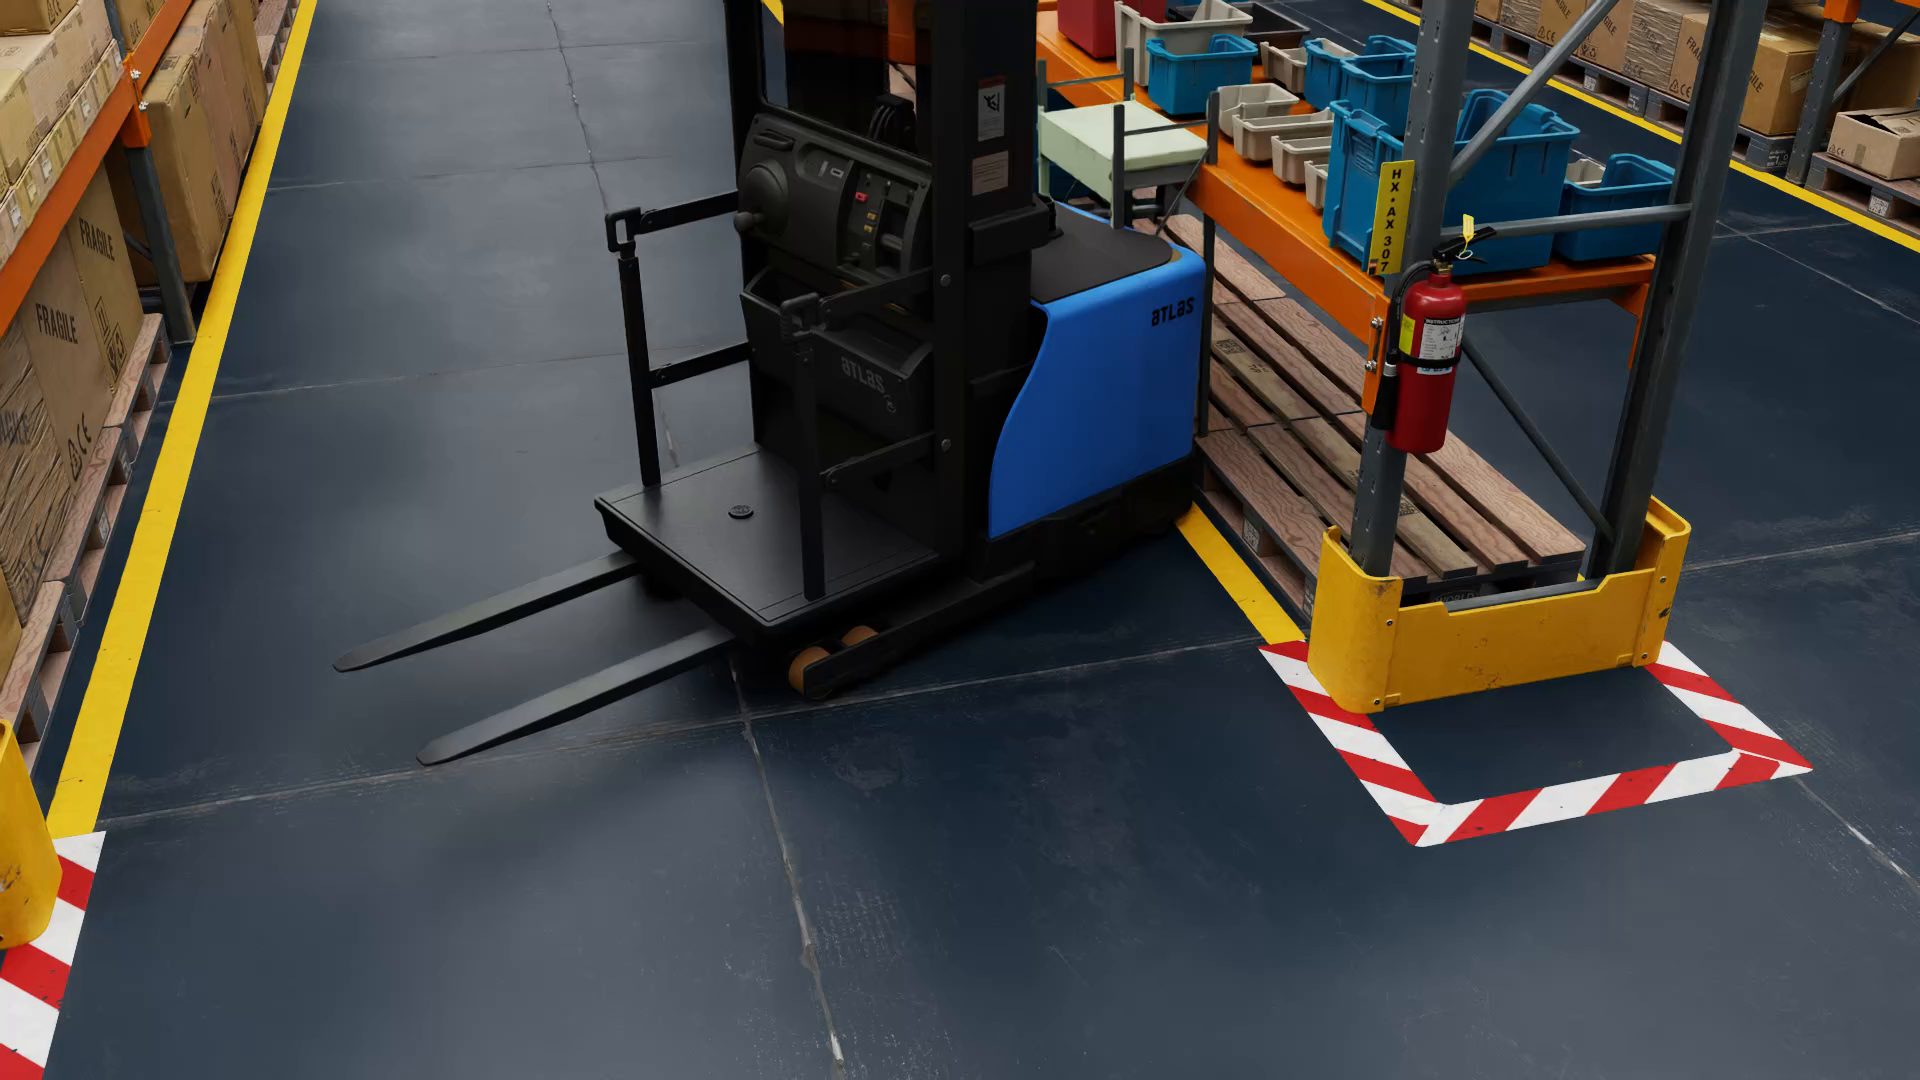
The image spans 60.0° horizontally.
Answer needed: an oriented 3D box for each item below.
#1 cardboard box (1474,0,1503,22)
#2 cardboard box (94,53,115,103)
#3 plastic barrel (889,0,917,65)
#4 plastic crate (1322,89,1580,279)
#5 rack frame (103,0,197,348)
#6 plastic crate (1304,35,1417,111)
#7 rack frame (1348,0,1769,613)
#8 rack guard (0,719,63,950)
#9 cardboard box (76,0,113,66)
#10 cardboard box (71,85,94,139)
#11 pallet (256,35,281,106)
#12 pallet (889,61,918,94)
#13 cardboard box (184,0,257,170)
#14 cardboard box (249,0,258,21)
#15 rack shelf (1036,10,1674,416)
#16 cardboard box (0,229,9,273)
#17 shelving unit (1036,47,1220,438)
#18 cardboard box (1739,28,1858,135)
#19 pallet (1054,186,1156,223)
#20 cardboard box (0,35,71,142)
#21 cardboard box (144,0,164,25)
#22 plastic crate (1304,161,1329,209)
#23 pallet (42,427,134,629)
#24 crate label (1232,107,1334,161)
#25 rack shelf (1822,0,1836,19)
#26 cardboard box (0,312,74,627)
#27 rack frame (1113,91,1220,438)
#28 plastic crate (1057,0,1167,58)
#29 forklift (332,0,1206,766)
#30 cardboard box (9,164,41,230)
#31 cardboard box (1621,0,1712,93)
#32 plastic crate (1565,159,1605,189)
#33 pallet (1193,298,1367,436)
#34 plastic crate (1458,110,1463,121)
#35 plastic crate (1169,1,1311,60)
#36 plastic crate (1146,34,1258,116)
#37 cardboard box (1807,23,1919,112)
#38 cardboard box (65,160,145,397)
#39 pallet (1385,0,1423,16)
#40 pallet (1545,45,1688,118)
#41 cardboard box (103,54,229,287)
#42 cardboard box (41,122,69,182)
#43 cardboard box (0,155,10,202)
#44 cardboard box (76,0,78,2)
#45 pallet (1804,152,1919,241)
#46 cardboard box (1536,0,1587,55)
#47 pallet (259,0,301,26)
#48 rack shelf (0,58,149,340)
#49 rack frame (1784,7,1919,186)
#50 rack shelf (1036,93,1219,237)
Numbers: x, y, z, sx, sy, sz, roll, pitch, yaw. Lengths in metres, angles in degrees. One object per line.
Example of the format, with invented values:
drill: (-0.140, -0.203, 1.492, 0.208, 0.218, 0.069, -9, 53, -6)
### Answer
cardboard box: (4.228, -4.278, 12.703, 0.500, 0.500, 0.500, -7, 31, -11)
cardboard box: (-3.642, -1.843, 6.691, 0.380, 0.149, 0.250, -7, 31, -12)
plastic barrel: (-0.248, -3.779, 11.532, 0.600, 0.830, 0.708, -8, 31, -13)
plastic crate: (1.460, -1.085, 5.035, 0.616, 0.435, 0.499, -8, 31, -13)
rack frame: (-4.108, -2.180, 7.023, 1.000, 3.000, 0.127, -8, 31, -13)
plastic crate: (1.552, -1.804, 6.480, 0.416, 0.233, 0.300, -8, 31, -13)
rack frame: (1.729, -0.907, 4.823, 1.000, 3.000, 0.127, -8, 31, -13)
rack guard: (-3.040, 0.845, 4.291, 1.175, 0.500, 0.348, -8, 31, -13)
cardboard box: (-3.738, -2.066, 6.677, 0.500, 0.250, 0.500, -8, 31, -14)
cardboard box: (-3.506, -1.595, 6.263, 0.380, 0.149, 0.250, -7, 31, -12)
pallet: (-5.376, -3.283, 11.711, 1.003, 0.211, 1.213, -8, 31, -13)
pallet: (-0.145, -3.189, 11.548, 1.003, 0.211, 1.213, -8, 31, -13)
cardboard box: (-4.777, -2.607, 9.461, 1.225, 0.875, 0.875, -8, 31, -13)
cardboard box: (-5.683, -4.081, 12.362, 0.700, 0.500, 0.500, -5, 30, -9)
rack shelf: (1.198, -1.562, 6.672, 1.077, 0.370, 4.000, -8, 31, -13)
cardboard box: (-3.097, -0.851, 4.977, 0.380, 0.149, 0.250, -8, 31, -14)
shelving unit: (0.636, -1.062, 6.494, 0.431, 1.500, 0.755, -12, 31, -15)
cardboard box: (5.037, -2.804, 10.157, 0.500, 0.500, 0.500, -8, 31, -14)
pallet: (0.503, -2.010, 9.512, 1.003, 0.211, 1.213, -8, 31, -13)
cardboard box: (-3.462, -1.570, 5.820, 0.500, 0.250, 0.500, -7, 31, -12)
cardboard box: (-4.123, -2.722, 7.858, 0.500, 0.500, 0.500, -8, 31, -13)
plastic crate: (1.338, -1.189, 5.513, 0.396, 0.136, 0.243, -8, 31, -13)
pallet: (-3.654, -0.005, 6.049, 1.003, 0.211, 1.213, -8, 31, -13)
crate label: (1.178, -1.462, 5.984, 0.396, 0.136, 0.243, -8, 31, -13)
rack shelf: (4.913, -4.150, 11.144, 1.077, 0.370, 4.000, -8, 31, -13)
cardboard box: (-3.535, -0.249, 5.387, 0.875, 0.875, 0.875, -8, 31, -13)
rack frame: (0.756, -0.895, 6.191, 0.400, 1.500, 0.023, -12, 31, -15)
plastic crate: (0.663, -2.428, 7.327, 0.402, 0.464, 0.583, -8, 31, -13)
forklift: (-0.570, -1.053, 5.143, 3.031, 2.935, 1.130, -23, 37, -34)
cardboard box: (-3.232, -1.098, 5.403, 0.380, 0.149, 0.250, -9, 31, -15)
cardboard box: (4.781, -3.287, 10.990, 0.500, 0.500, 0.500, -7, 31, -13)
plastic crate: (1.976, -1.148, 5.442, 0.250, 0.136, 0.298, -8, 31, -13)
pallet: (1.227, -0.692, 7.234, 1.003, 0.211, 1.213, -8, 31, -13)
plastic crate: (1.796, -1.475, 6.008, 0.250, 0.136, 0.298, -8, 31, -13)
plastic crate: (1.223, -2.241, 7.342, 0.437, 0.125, 0.590, -8, 31, -13)
plastic crate: (0.937, -1.818, 6.504, 0.416, 0.233, 0.300, -8, 31, -13)
cardboard box: (5.551, -2.870, 10.271, 0.500, 0.500, 0.500, -9, 31, -16)
cardboard box: (-4.010, -1.113, 6.881, 0.875, 0.875, 0.875, -8, 31, -13)
pallet: (4.201, -4.624, 14.027, 1.003, 0.211, 1.213, -8, 31, -13)
pallet: (4.864, -3.267, 11.684, 1.003, 0.211, 1.213, -8, 31, -13)
cardboard box: (-4.297, -1.749, 7.979, 1.225, 0.875, 0.875, -8, 31, -13)
cardboard box: (-3.370, -1.347, 5.834, 0.380, 0.149, 0.250, -8, 31, -14)
cardboard box: (-3.188, -1.073, 4.963, 0.500, 0.250, 0.500, -9, 31, -15)
cardboard box: (-3.728, -2.382, 6.476, 0.500, 0.500, 0.500, -7, 31, -12)
pallet: (5.625, -1.957, 9.420, 1.003, 0.211, 1.213, -8, 31, -13)
cardboard box: (4.500, -3.783, 11.848, 0.500, 0.500, 0.500, -8, 31, -14)
pallet: (-6.023, -4.461, 13.747, 1.003, 0.211, 1.213, -8, 31, -13)
rack shelf: (-3.577, -0.903, 5.534, 1.077, 0.370, 4.000, -8, 31, -13)
rack frame: (5.444, -3.496, 9.295, 1.000, 3.000, 0.127, -8, 31, -13)
rack shelf: (0.620, -1.401, 6.300, 0.431, 0.370, 0.720, -12, 31, -15)
